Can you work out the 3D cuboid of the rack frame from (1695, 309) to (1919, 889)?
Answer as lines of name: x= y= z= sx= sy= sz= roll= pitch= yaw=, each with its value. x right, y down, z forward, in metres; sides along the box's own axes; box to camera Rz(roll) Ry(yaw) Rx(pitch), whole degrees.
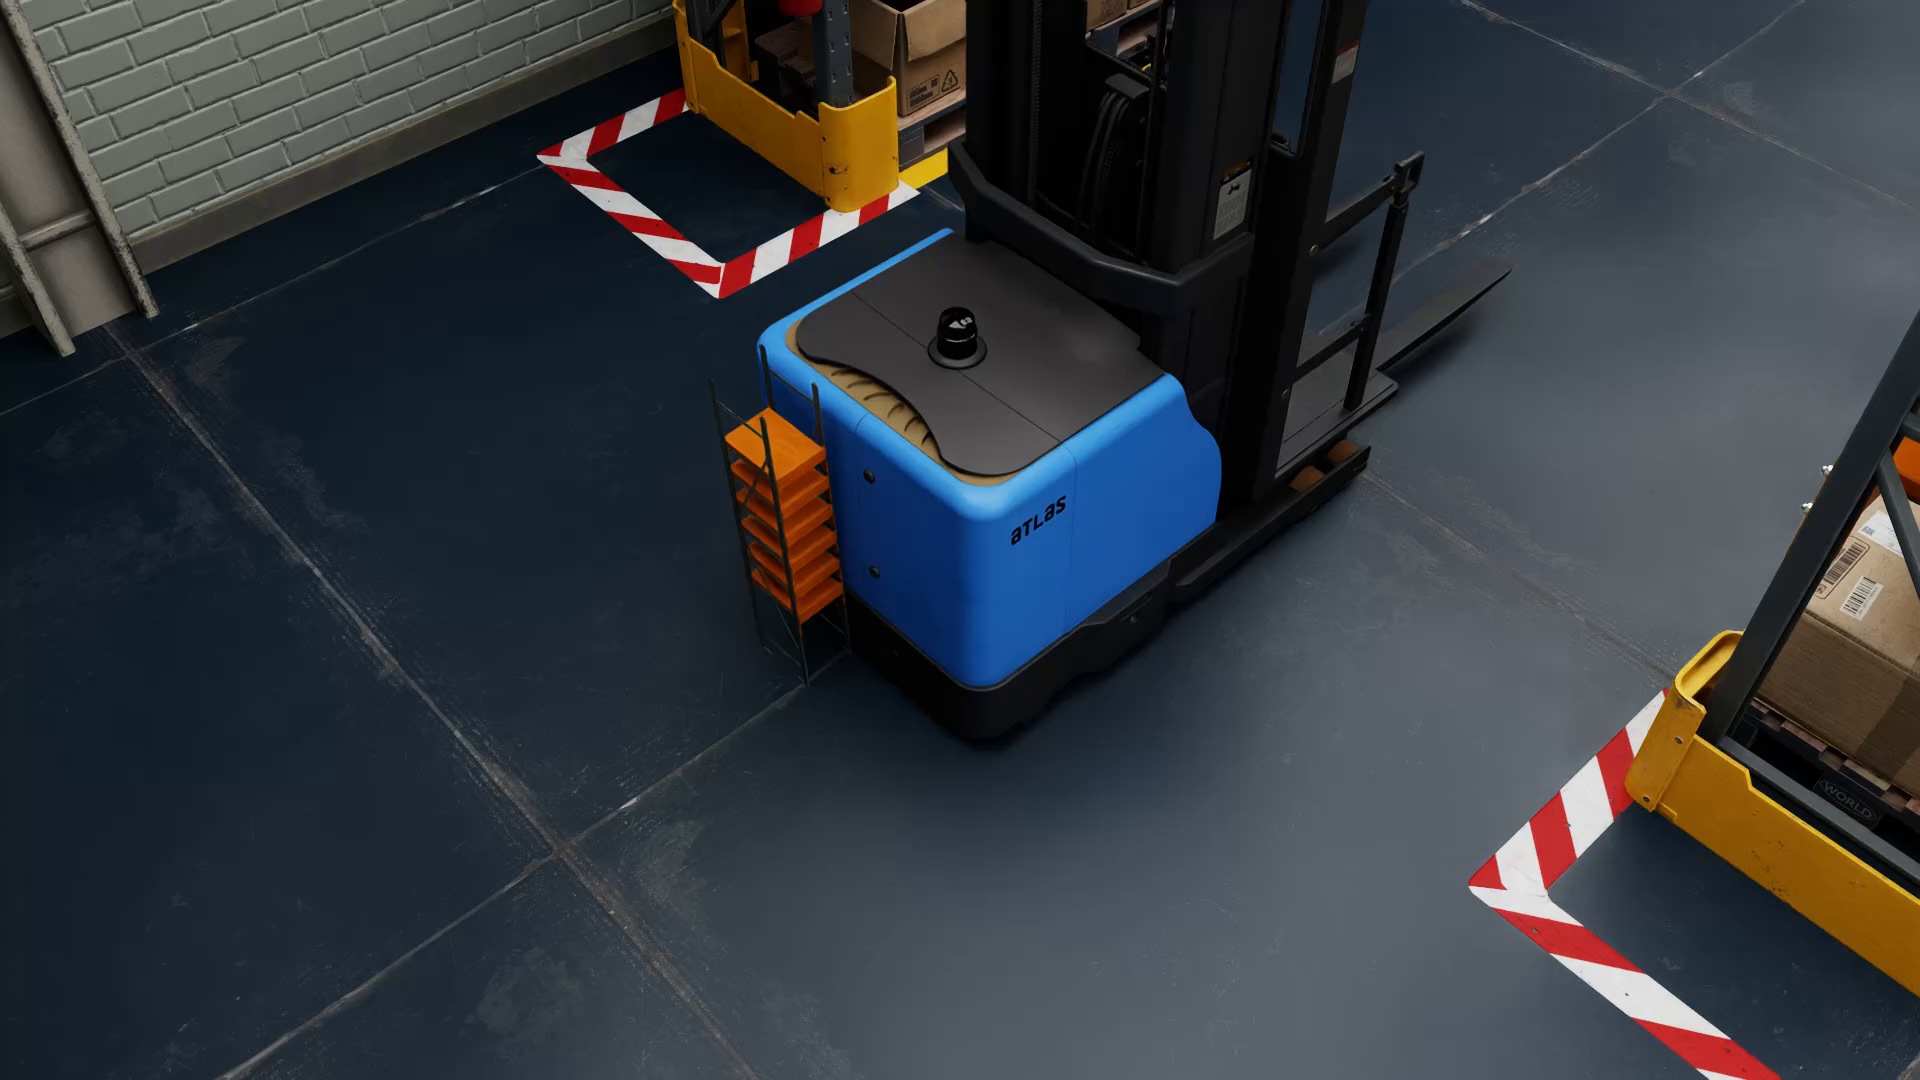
rack frame: x=2.531 y=-0.046 z=3.752 sx=0.127 sy=3.000 sz=1.000 roll=-34 pitch=56 yaw=-27

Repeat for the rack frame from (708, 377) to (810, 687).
rack frame: x=-0.584 y=0.013 z=4.922 sx=0.006 sy=1.200 sz=0.240 roll=-37 pitch=57 yaw=-26

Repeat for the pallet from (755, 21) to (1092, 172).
pallet: x=-0.166 y=-2.230 z=7.664 sx=1.213 sy=0.211 sz=1.003 roll=-34 pitch=56 yaw=-27

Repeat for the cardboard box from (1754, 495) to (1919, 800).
cardboard box: x=2.952 y=0.299 z=4.891 sx=0.875 sy=0.438 sz=0.875 roll=-36 pitch=57 yaw=-28

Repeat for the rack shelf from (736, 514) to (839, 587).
rack shelf: x=-0.517 y=-0.008 z=4.996 sx=0.180 sy=0.103 sz=0.258 roll=-37 pitch=57 yaw=-26

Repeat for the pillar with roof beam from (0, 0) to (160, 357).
pillar with roof beam: x=-0.516 y=-1.594 z=1.098 sx=0.400 sy=9.000 sz=9.100 roll=-34 pitch=56 yaw=-27

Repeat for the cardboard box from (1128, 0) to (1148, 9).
cardboard box: x=0.822 y=-2.898 z=7.798 sx=0.500 sy=0.500 sz=0.500 roll=-33 pitch=55 yaw=-27

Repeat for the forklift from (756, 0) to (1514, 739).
forklift: x=0.811 y=-1.342 z=4.994 sx=3.031 sy=2.935 sz=1.130 roll=-34 pitch=56 yaw=-27

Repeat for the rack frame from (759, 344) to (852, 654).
rack frame: x=-0.453 y=-0.086 z=5.003 sx=0.006 sy=1.200 sz=0.240 roll=-37 pitch=57 yaw=-26

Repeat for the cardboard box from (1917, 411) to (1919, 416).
cardboard box: x=2.710 y=-0.463 z=4.068 sx=0.500 sy=0.500 sz=0.500 roll=-33 pitch=56 yaw=-27

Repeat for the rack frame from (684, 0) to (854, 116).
rack frame: x=-0.811 y=-2.744 z=6.241 sx=0.127 sy=3.000 sz=1.000 roll=-34 pitch=56 yaw=-27

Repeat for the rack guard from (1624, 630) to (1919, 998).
rack guard: x=2.513 y=0.813 z=4.660 sx=0.348 sy=0.500 sz=1.175 roll=-34 pitch=56 yaw=-27

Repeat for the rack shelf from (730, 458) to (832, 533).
rack shelf: x=-0.524 y=-0.165 z=4.815 sx=0.180 sy=0.103 sz=0.258 roll=-37 pitch=57 yaw=-26

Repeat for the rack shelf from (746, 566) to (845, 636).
rack shelf: x=-0.510 y=0.150 z=5.177 sx=0.180 sy=0.103 sz=0.258 roll=-37 pitch=57 yaw=-26

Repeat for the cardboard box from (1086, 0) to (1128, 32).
cardboard box: x=0.364 y=-2.691 z=7.607 sx=0.500 sy=0.500 sz=0.700 roll=-32 pitch=55 yaw=-26

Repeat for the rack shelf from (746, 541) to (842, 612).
rack shelf: x=-0.514 y=0.071 z=5.087 sx=0.180 sy=0.103 sz=0.258 roll=-37 pitch=57 yaw=-26

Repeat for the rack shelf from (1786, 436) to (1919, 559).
rack shelf: x=4.011 y=-0.791 z=4.929 sx=4.000 sy=0.370 sz=1.077 roll=-34 pitch=56 yaw=-27

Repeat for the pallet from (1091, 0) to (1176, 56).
pallet: x=0.737 y=-2.830 z=8.218 sx=1.213 sy=0.211 sz=1.003 roll=-34 pitch=56 yaw=-27

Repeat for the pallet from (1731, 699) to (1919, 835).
pallet: x=3.070 y=0.461 z=5.181 sx=1.213 sy=0.211 sz=1.003 roll=-34 pitch=56 yaw=-27

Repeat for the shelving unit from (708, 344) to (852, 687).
shelving unit: x=-0.519 y=-0.037 z=4.963 sx=0.189 sy=1.200 sz=0.258 roll=-37 pitch=57 yaw=-26

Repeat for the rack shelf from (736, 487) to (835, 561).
rack shelf: x=-0.521 y=-0.086 z=4.906 sx=0.180 sy=0.103 sz=0.258 roll=-37 pitch=57 yaw=-26

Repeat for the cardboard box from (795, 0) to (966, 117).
cardboard box: x=-0.295 y=-2.290 z=7.235 sx=0.637 sy=0.503 sz=0.797 roll=-36 pitch=57 yaw=-28

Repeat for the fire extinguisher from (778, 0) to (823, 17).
fire extinguisher: x=-0.609 y=-2.267 z=6.107 sx=0.183 sy=0.674 sz=0.296 roll=-34 pitch=56 yaw=-27

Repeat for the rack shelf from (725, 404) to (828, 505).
rack shelf: x=-0.528 y=-0.244 z=4.725 sx=0.180 sy=0.103 sz=0.258 roll=-37 pitch=57 yaw=-26

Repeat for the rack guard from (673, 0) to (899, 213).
rack guard: x=-0.755 y=-1.934 z=7.194 sx=0.348 sy=0.500 sz=1.175 roll=-34 pitch=56 yaw=-27
